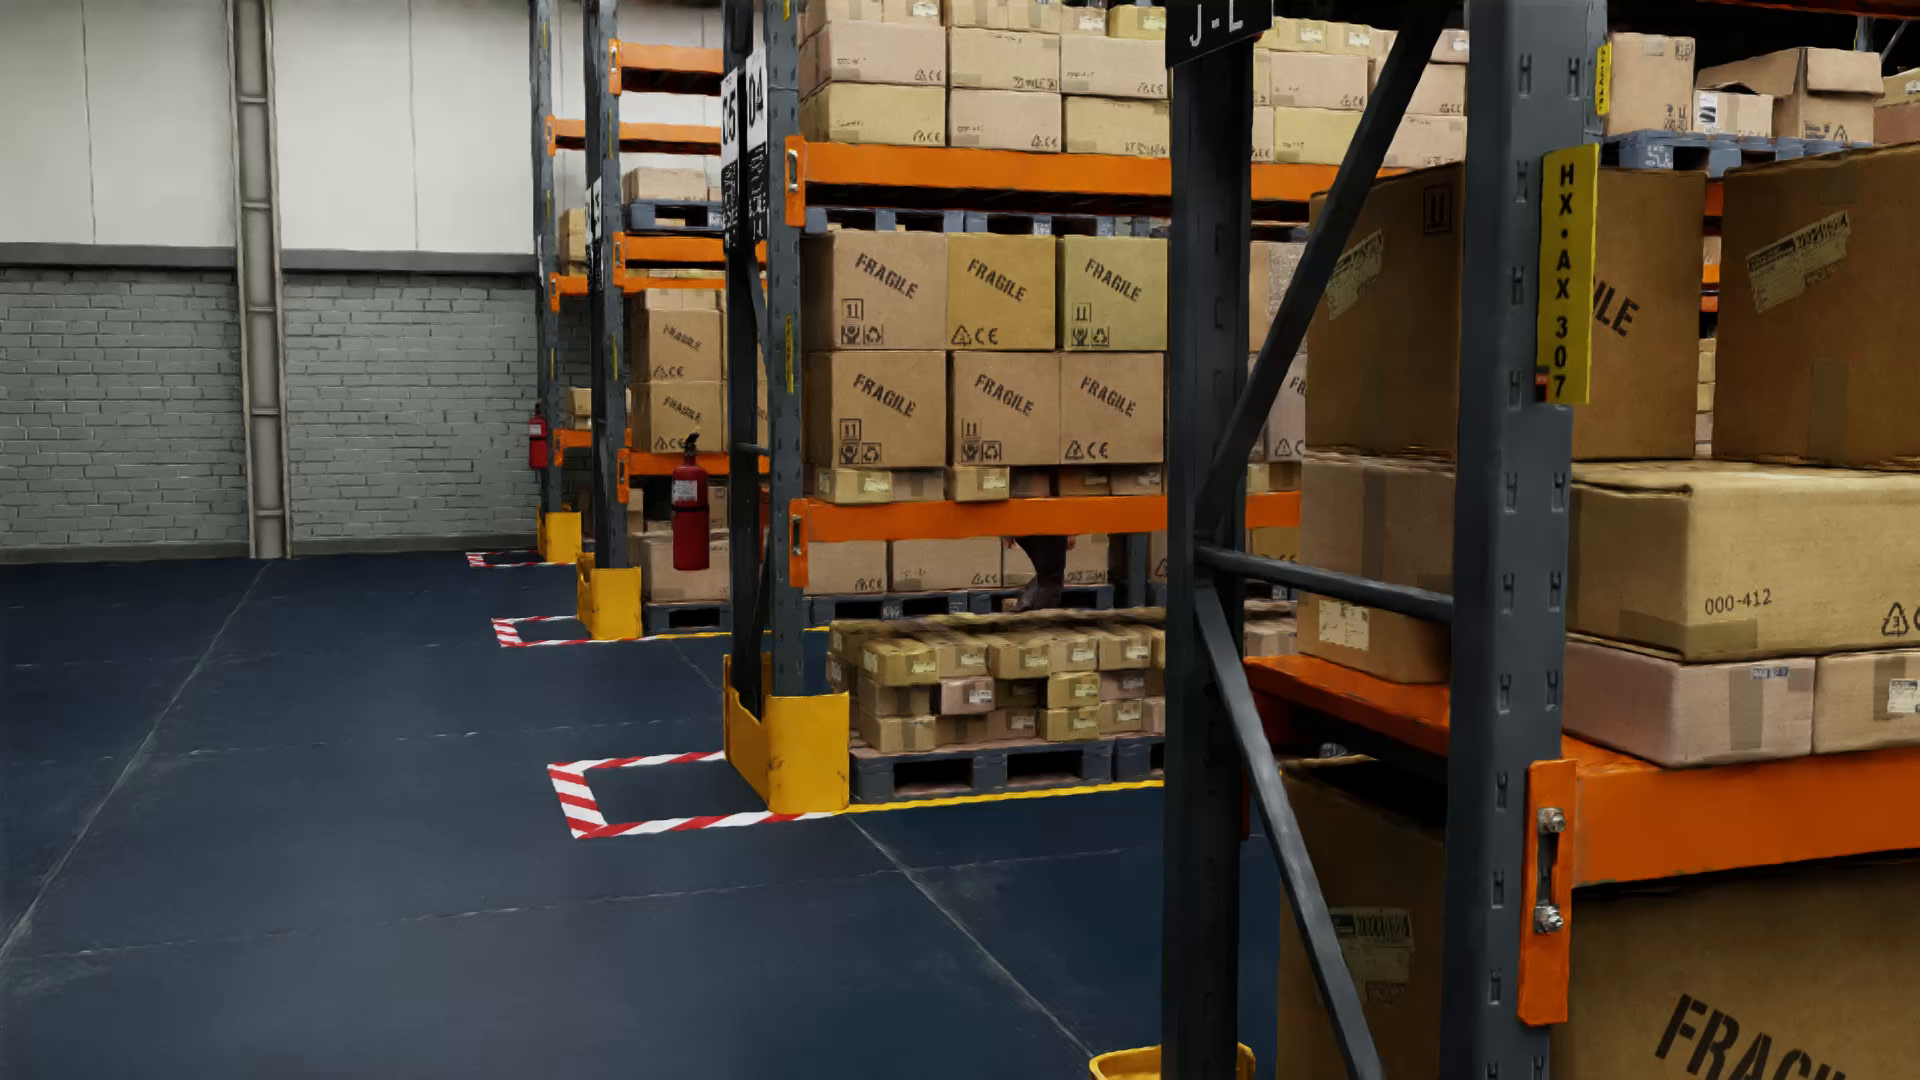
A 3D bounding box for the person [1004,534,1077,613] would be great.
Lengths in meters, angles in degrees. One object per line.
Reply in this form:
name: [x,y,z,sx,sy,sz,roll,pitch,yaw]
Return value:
person: [0.532,-0.092,10.664,0.473,1.710,0.621,-4,7,-34]
